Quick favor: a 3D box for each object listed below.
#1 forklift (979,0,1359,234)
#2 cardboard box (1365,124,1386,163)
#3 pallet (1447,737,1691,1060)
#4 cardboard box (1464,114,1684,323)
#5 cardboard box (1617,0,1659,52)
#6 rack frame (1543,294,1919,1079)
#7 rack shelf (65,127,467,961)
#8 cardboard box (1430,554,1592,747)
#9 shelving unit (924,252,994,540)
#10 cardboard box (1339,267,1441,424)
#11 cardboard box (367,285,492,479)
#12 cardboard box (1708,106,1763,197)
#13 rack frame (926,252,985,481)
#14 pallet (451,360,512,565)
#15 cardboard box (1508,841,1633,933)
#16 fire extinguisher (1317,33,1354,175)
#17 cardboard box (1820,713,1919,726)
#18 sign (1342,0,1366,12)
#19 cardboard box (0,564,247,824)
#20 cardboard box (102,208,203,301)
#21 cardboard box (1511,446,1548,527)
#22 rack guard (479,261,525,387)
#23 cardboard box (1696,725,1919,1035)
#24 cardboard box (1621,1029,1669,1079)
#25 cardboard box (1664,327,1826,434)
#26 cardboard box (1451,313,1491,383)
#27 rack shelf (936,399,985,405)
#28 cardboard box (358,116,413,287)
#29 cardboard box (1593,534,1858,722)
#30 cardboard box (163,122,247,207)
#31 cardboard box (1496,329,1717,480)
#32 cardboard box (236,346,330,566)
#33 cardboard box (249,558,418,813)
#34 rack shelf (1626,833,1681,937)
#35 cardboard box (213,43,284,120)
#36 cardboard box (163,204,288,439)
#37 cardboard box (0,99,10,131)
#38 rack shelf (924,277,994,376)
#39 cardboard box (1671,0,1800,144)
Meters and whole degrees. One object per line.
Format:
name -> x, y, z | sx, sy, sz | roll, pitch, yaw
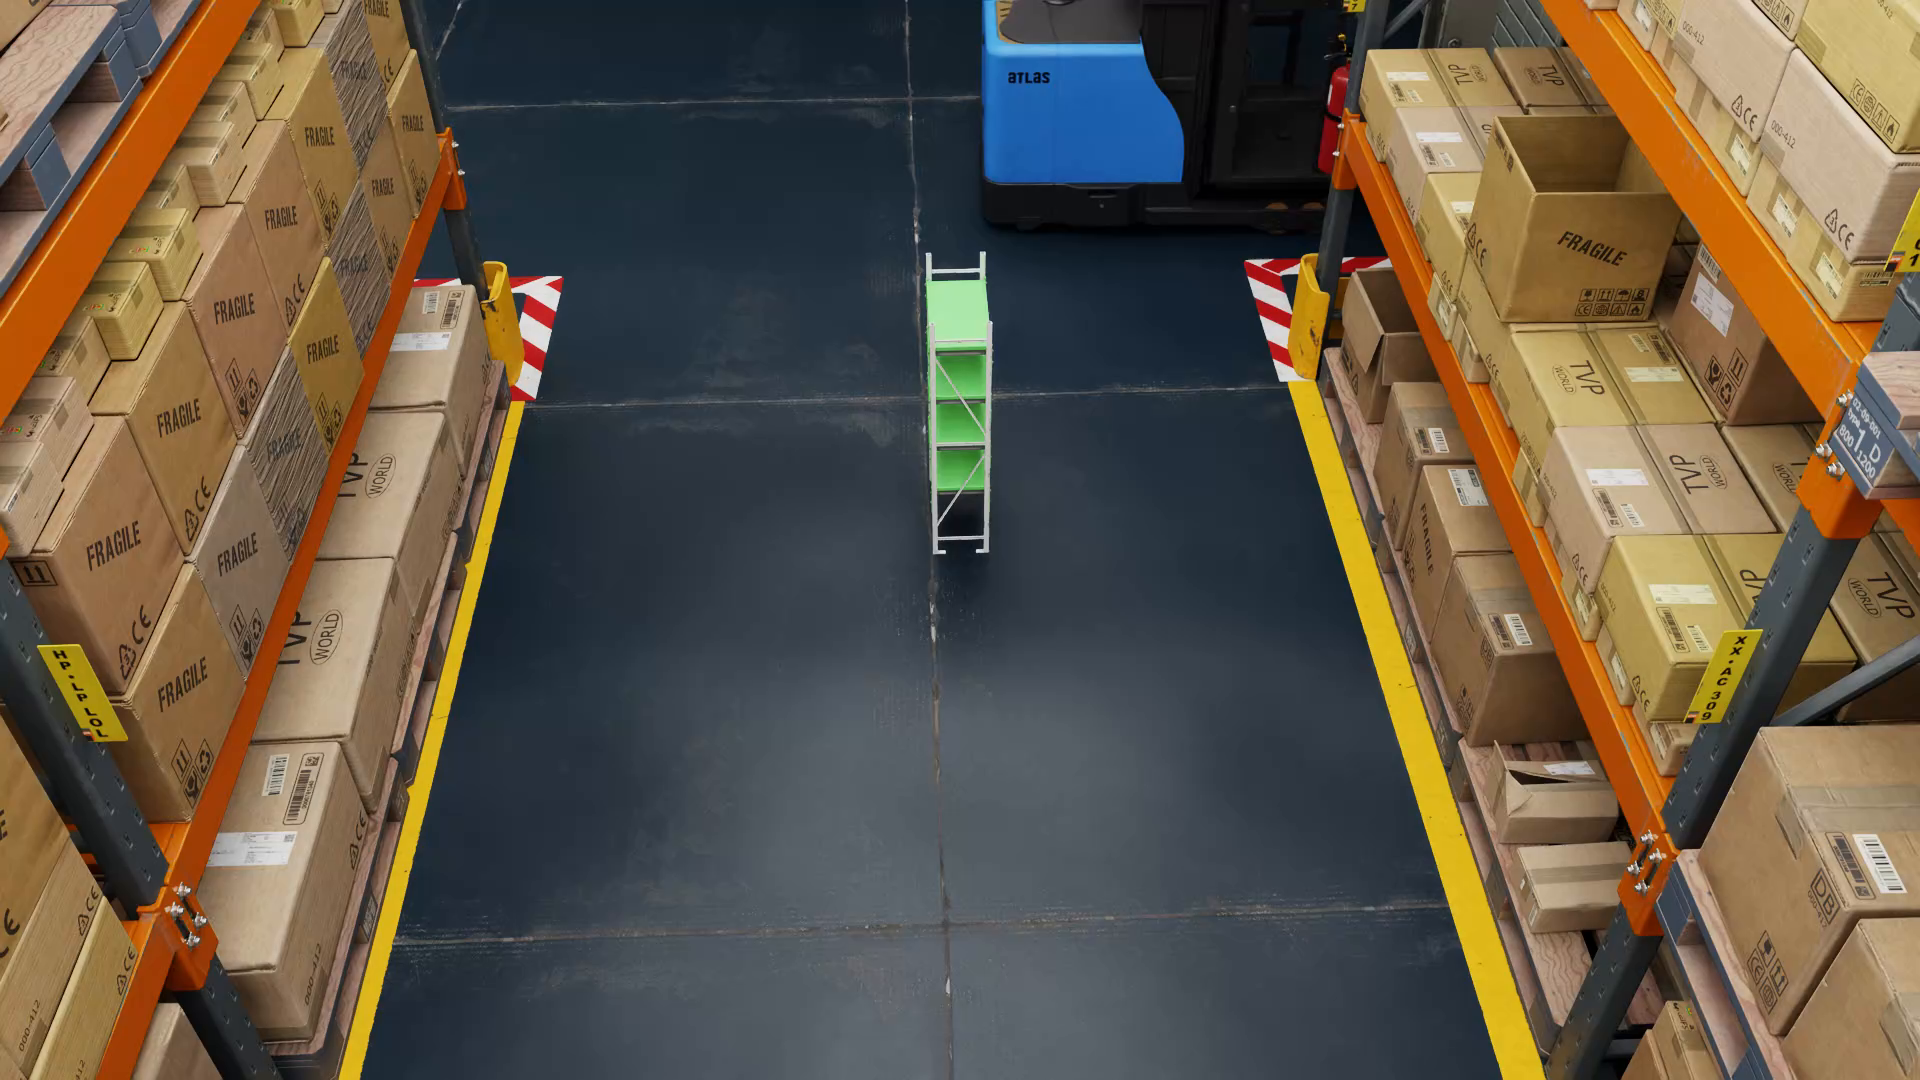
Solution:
forklift -> -2.510, -2.547, 7.925 | 11.329, 2.843, 2.598 | 0, 43, -1
cardboard box -> 1.960, -1.746, 7.121 | 0.380, 0.149, 0.250 | -2, 43, -2
pallet -> 2.362, 1.196, 5.789 | 1.003, 0.211, 1.213 | -2, 43, -2
cardboard box -> 2.034, -1.073, 5.536 | 0.500, 0.500, 0.500 | -1, 43, -1
cardboard box -> 2.065, -1.480, 4.610 | 0.380, 0.149, 0.250 | -1, 43, -1
rack frame -> 2.390, 0.632, 4.341 | 1.000, 3.000, 0.127 | -2, 43, -2
rack shelf -> -2.654, -0.308, 5.899 | 1.077, 0.370, 4.000 | -2, 43, -2
cardboard box -> 2.193, 0.393, 6.141 | 0.700, 0.500, 0.500 | -3, 43, -3
shelving unit -> -6.231, 2.361, 3.786 | 13.061, 1.200, 8.595 | -2, 43, -2
cardboard box -> 2.151, -0.887, 7.535 | 0.797, 0.503, 0.637 | -3, 43, -3
cardboard box -> -2.611, -0.691, 7.369 | 0.875, 0.438, 0.875 | -3, 43, -3
cardboard box -> 2.070, -0.962, 4.046 | 0.380, 0.149, 0.250 | 0, 43, 0
rack frame -> -0.017, -0.719, 7.146 | 0.240, 1.200, 0.015 | -2, 43, -2
pallet -> -2.627, -0.358, 7.484 | 1.003, 0.211, 1.213 | -2, 43, -2
cardboard box -> 2.073, 1.160, 5.563 | 0.380, 0.149, 0.250 | -3, 43, -3
fire extinguisher -> 1.752, -1.989, 7.533 | 0.296, 0.674, 0.183 | -2, 43, -2
cardboard box -> 2.649, 0.490, 4.682 | 0.380, 0.149, 0.250 | -2, 43, -2
sign -> 1.678, -2.372, 6.977 | 0.100, 0.325, 0.005 | -2, 43, -2
cardboard box -> -2.327, 0.416, 4.503 | 0.500, 0.500, 0.500 | 0, 43, 0
cardboard box -> -2.335, -0.782, 4.589 | 0.380, 0.149, 0.250 | -3, 43, -3
cardboard box -> 2.033, -0.183, 5.416 | 0.380, 0.149, 0.250 | -2, 43, -2
rack guard -> -2.740, -1.018, 7.991 | 1.175, 0.500, 0.348 | -2, 43, -2
cardboard box -> 2.187, 0.773, 3.802 | 0.700, 0.500, 0.500 | -1, 43, -1
cardboard box -> 2.186, 1.732, 4.680 | 0.500, 0.500, 0.500 | 0, 43, 0
cardboard box -> 2.591, -0.451, 5.413 | 0.500, 0.250, 0.500 | -1, 43, -1
cardboard box -> 1.997, -0.698, 5.977 | 0.380, 0.149, 0.250 | -1, 43, -1
rack shelf -> -0.007, -0.705, 6.828 | 0.199, 0.029, 0.442 | -2, 43, -2
cardboard box -> -2.448, -1.303, 6.378 | 0.500, 0.500, 0.500 | -2, 43, -3
cardboard box -> 2.125, 0.241, 4.658 | 0.500, 0.250, 0.500 | -1, 43, -1
cardboard box -> -2.369, -1.117, 4.955 | 0.380, 0.149, 0.250 | -2, 43, -2
cardboard box -> 2.081, -0.434, 5.395 | 0.500, 0.250, 0.500 | -2, 43, -2
cardboard box -> -2.359, -0.260, 5.240 | 0.500, 0.500, 0.500 | -1, 43, -2
cardboard box -> -2.527, 0.535, 6.032 | 0.875, 0.438, 0.875 | -3, 43, -3
rack shelf -> 2.475, 2.247, 3.111 | 1.077, 0.370, 4.000 | -2, 43, -2
cardboard box -> -2.415, -1.472, 5.342 | 0.380, 0.149, 0.250 | -1, 43, -1
cardboard box -> -2.373, -0.644, 4.919 | 0.500, 0.500, 0.500 | -1, 43, -1
cardboard box -> -2.384, -0.961, 3.399 | 0.500, 0.500, 0.500 | -1, 43, -1
rack shelf -> -0.007, -0.861, 6.685 | 0.258, 0.148, 0.480 | -2, 43, -2
cardboard box -> 2.087, -1.197, 4.007 | 0.500, 0.250, 0.500 | -3, 43, -3
